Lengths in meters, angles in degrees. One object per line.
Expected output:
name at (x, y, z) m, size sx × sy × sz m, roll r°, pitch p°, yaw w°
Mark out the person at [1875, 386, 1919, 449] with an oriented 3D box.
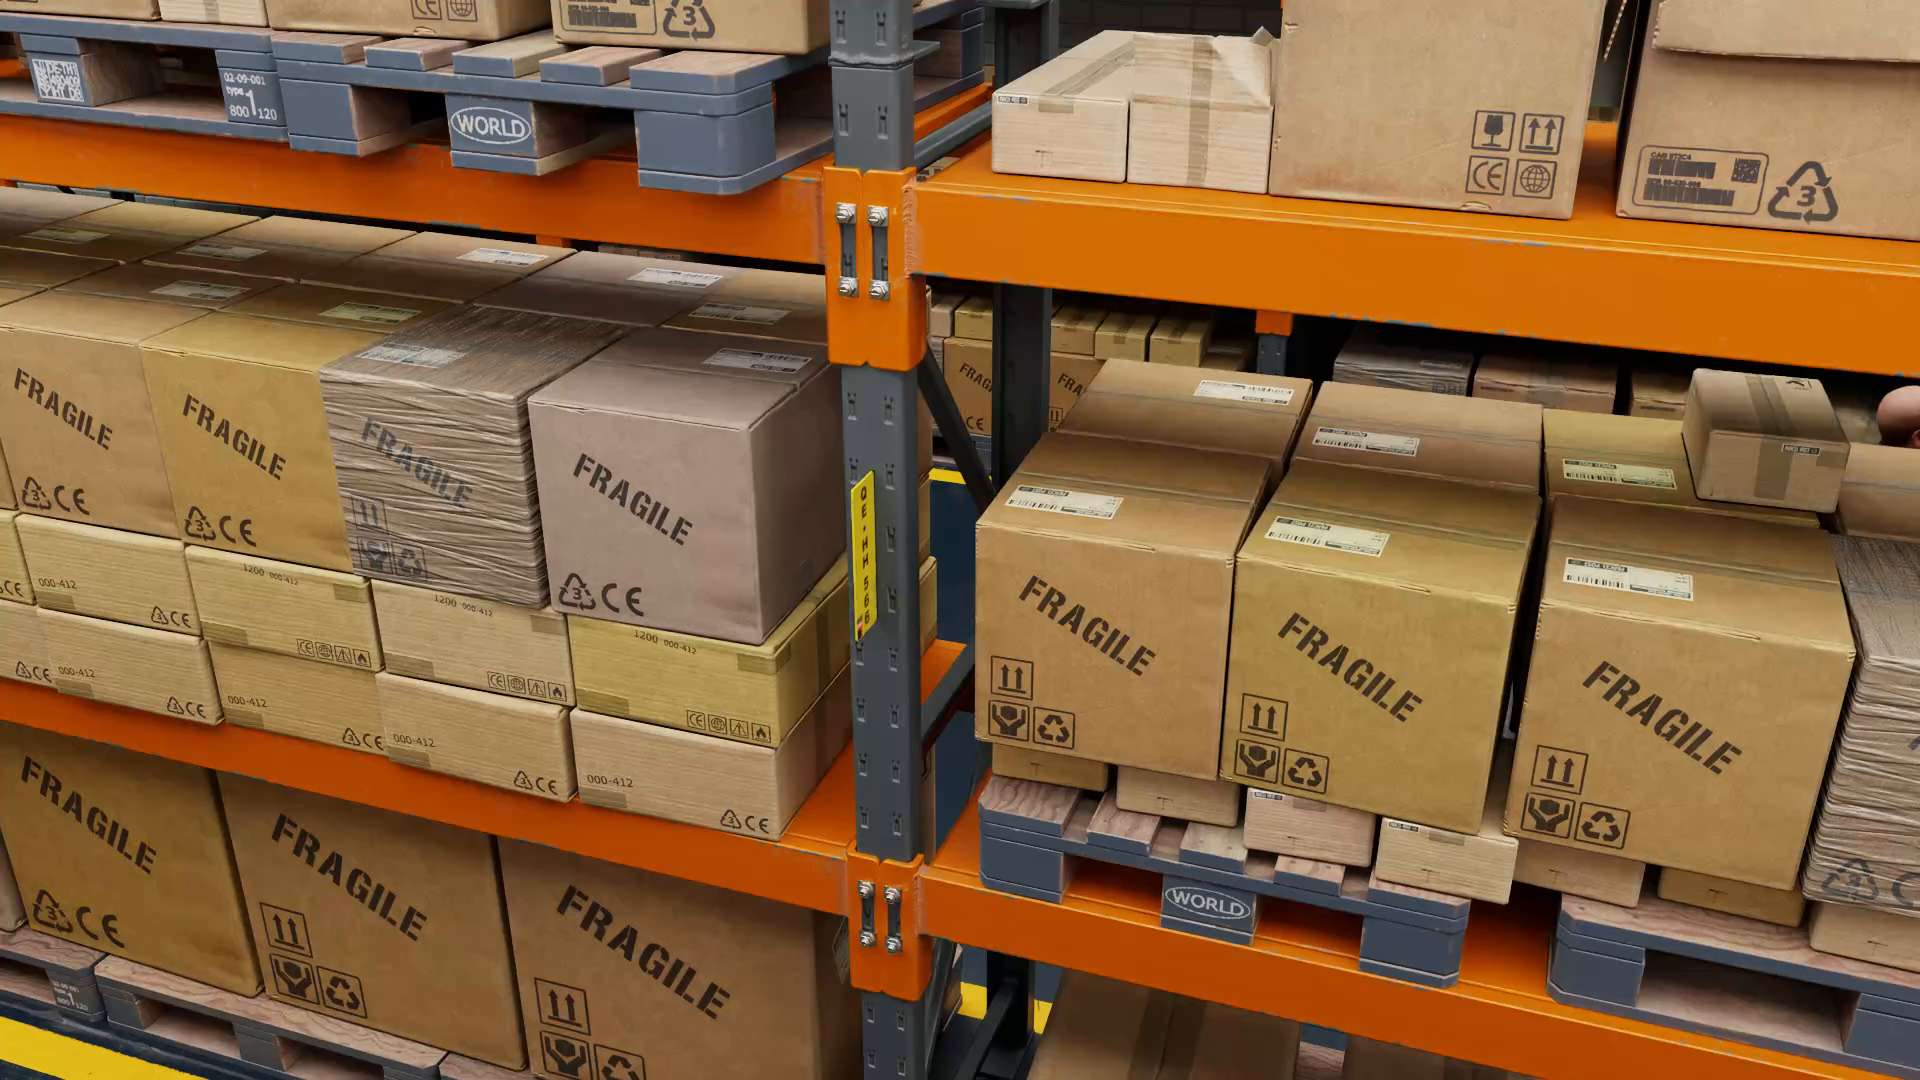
person at (3.009, 0.334, 5.440) m, size 0.482 × 1.761 × 0.536 m, roll 8°, pitch 27°, yaw 15°
